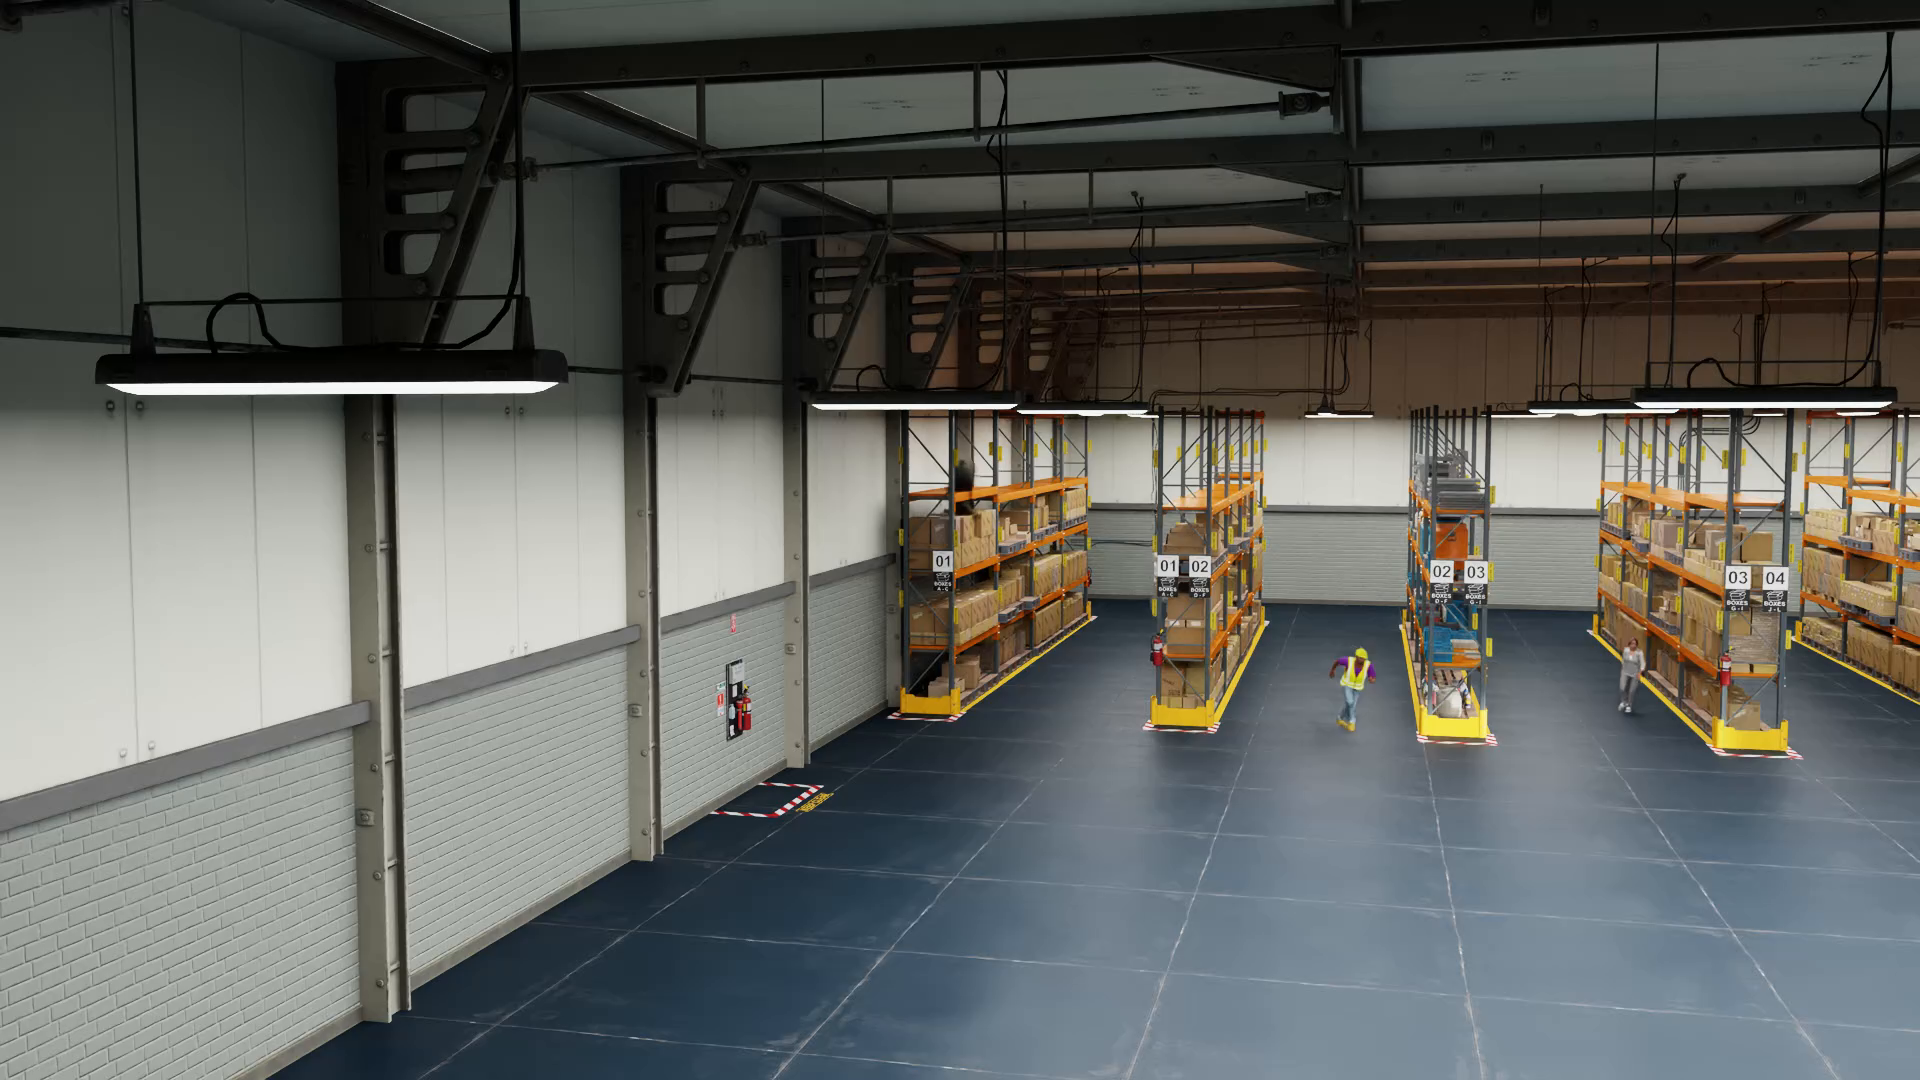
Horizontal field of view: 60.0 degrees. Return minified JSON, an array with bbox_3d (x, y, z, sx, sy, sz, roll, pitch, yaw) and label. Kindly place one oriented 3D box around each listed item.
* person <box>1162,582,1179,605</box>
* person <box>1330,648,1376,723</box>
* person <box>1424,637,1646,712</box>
[{"bbox_3d":[6.164,1.367,49.194,0.609,1.682,0.569,3,5,36],"label":"person"},{"bbox_3d":[7.246,2.685,30.623,0.694,1.482,1.114,0,4,-6],"label":"person"},{"bbox_3d":[11.214,2.629,32.349,3.729,1.527,2.550,2,5,30],"label":"person"}]
